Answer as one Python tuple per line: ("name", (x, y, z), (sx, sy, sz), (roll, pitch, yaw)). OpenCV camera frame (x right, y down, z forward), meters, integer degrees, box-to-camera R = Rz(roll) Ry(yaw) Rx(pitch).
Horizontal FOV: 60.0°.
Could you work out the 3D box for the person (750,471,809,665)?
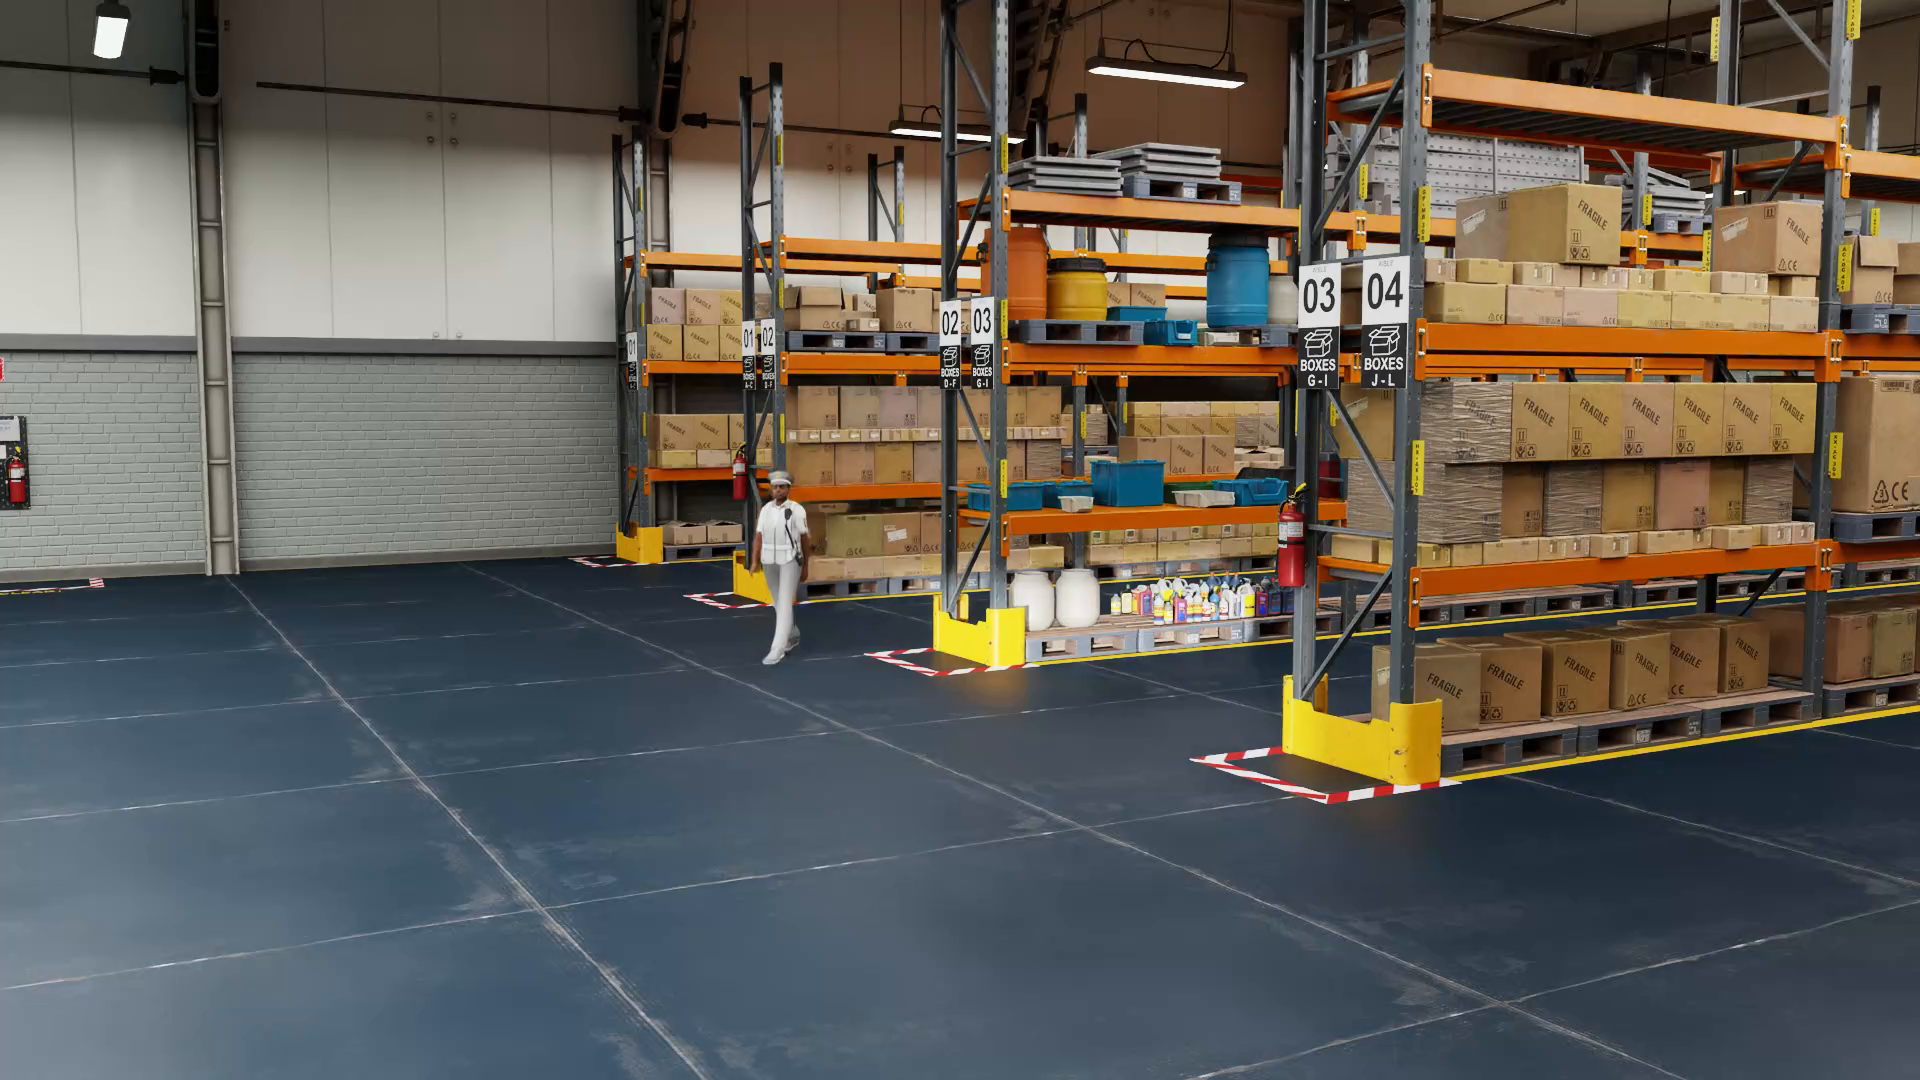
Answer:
("person", (-1.620, 0.216, 14.782), (0.441, 1.656, 0.932), (2, 6, 22))
